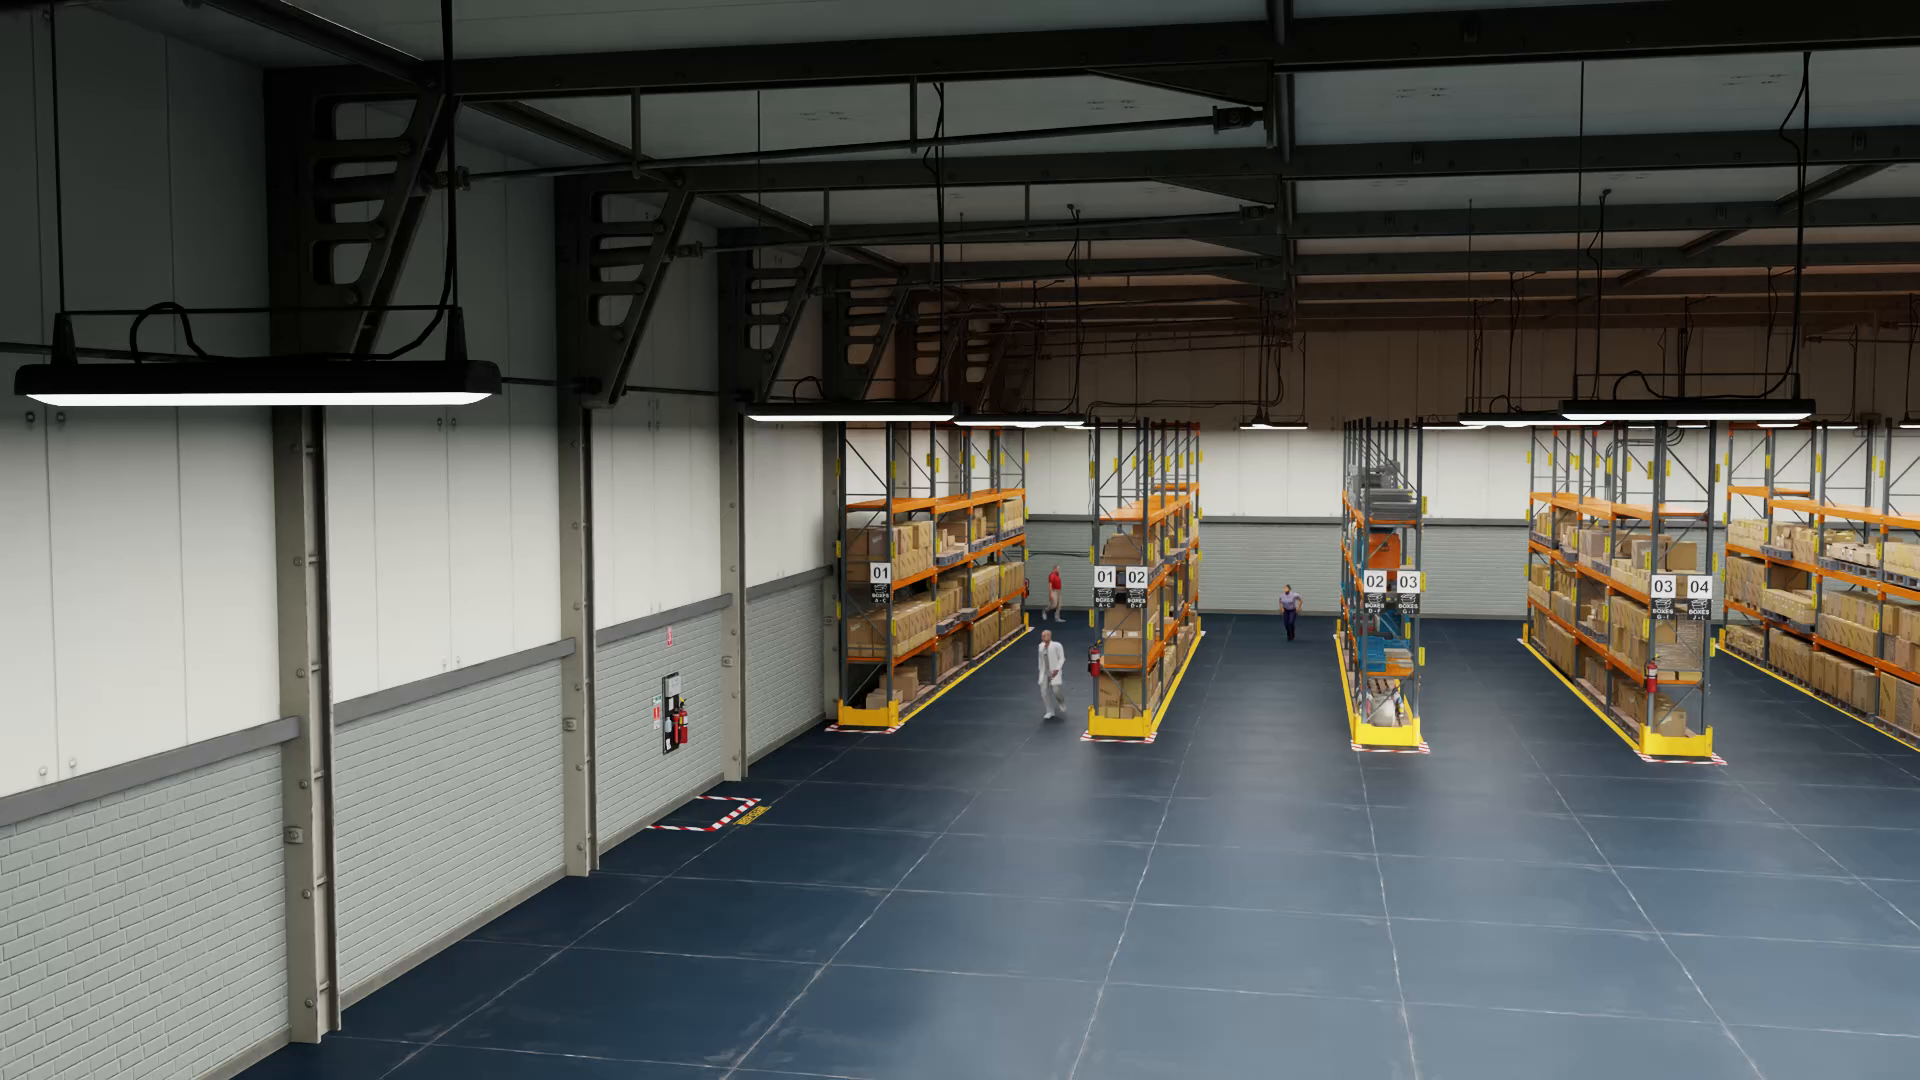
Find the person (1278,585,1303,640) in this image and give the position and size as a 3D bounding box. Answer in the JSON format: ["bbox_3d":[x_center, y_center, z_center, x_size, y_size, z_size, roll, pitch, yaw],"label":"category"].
[{"bbox_3d":[9.068,1.993,45.582,0.659,1.548,0.741,2,4,23],"label":"person"}]

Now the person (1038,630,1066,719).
[{"bbox_3d":[1.839,2.683,33.501,0.636,1.754,0.731,2,4,26],"label":"person"}]

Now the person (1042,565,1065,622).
[{"bbox_3d":[2.809,1.610,49.963,0.640,1.717,0.588,2,4,32],"label":"person"}]
